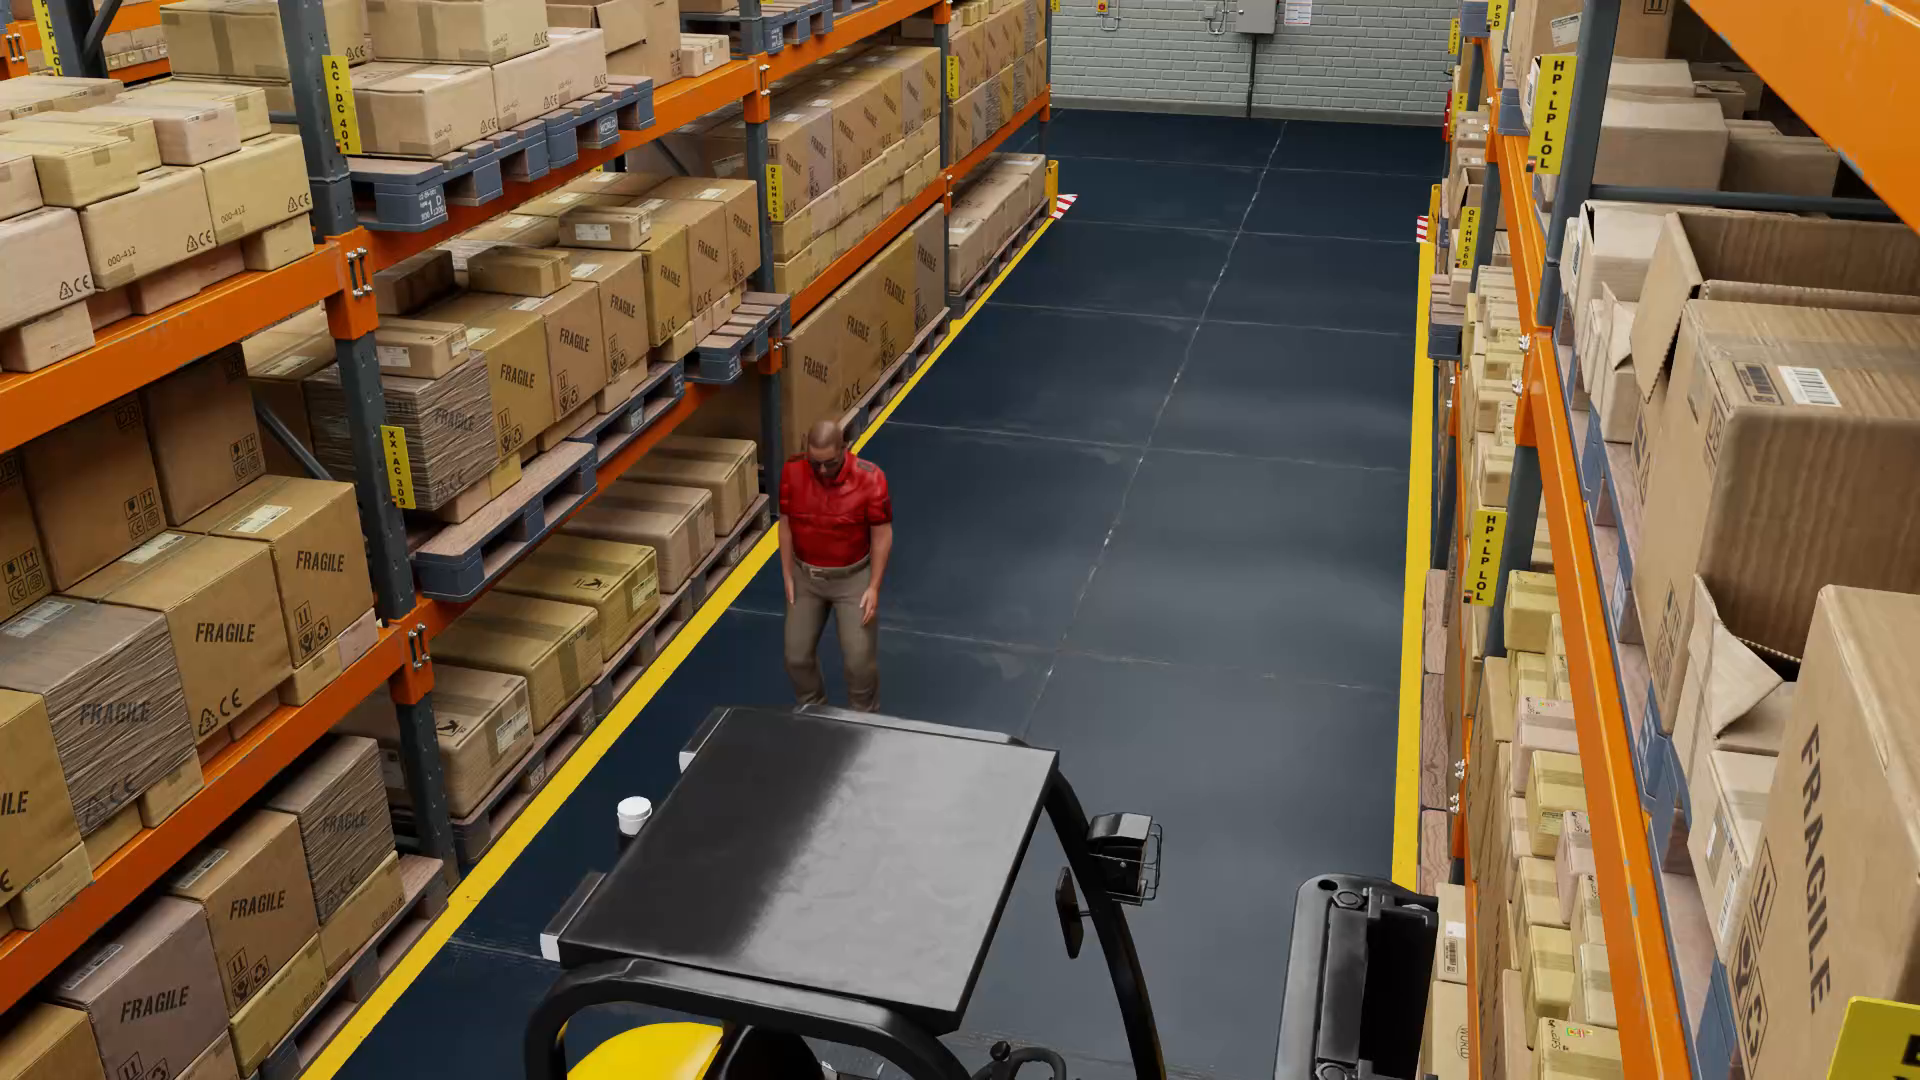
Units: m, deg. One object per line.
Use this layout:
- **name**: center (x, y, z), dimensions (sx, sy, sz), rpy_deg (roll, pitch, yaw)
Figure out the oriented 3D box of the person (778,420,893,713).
- **person**: center (-0.576, 0.206, 7.755), dimensions (0.554, 1.687, 0.415), rpy_deg (7, 26, 14)
